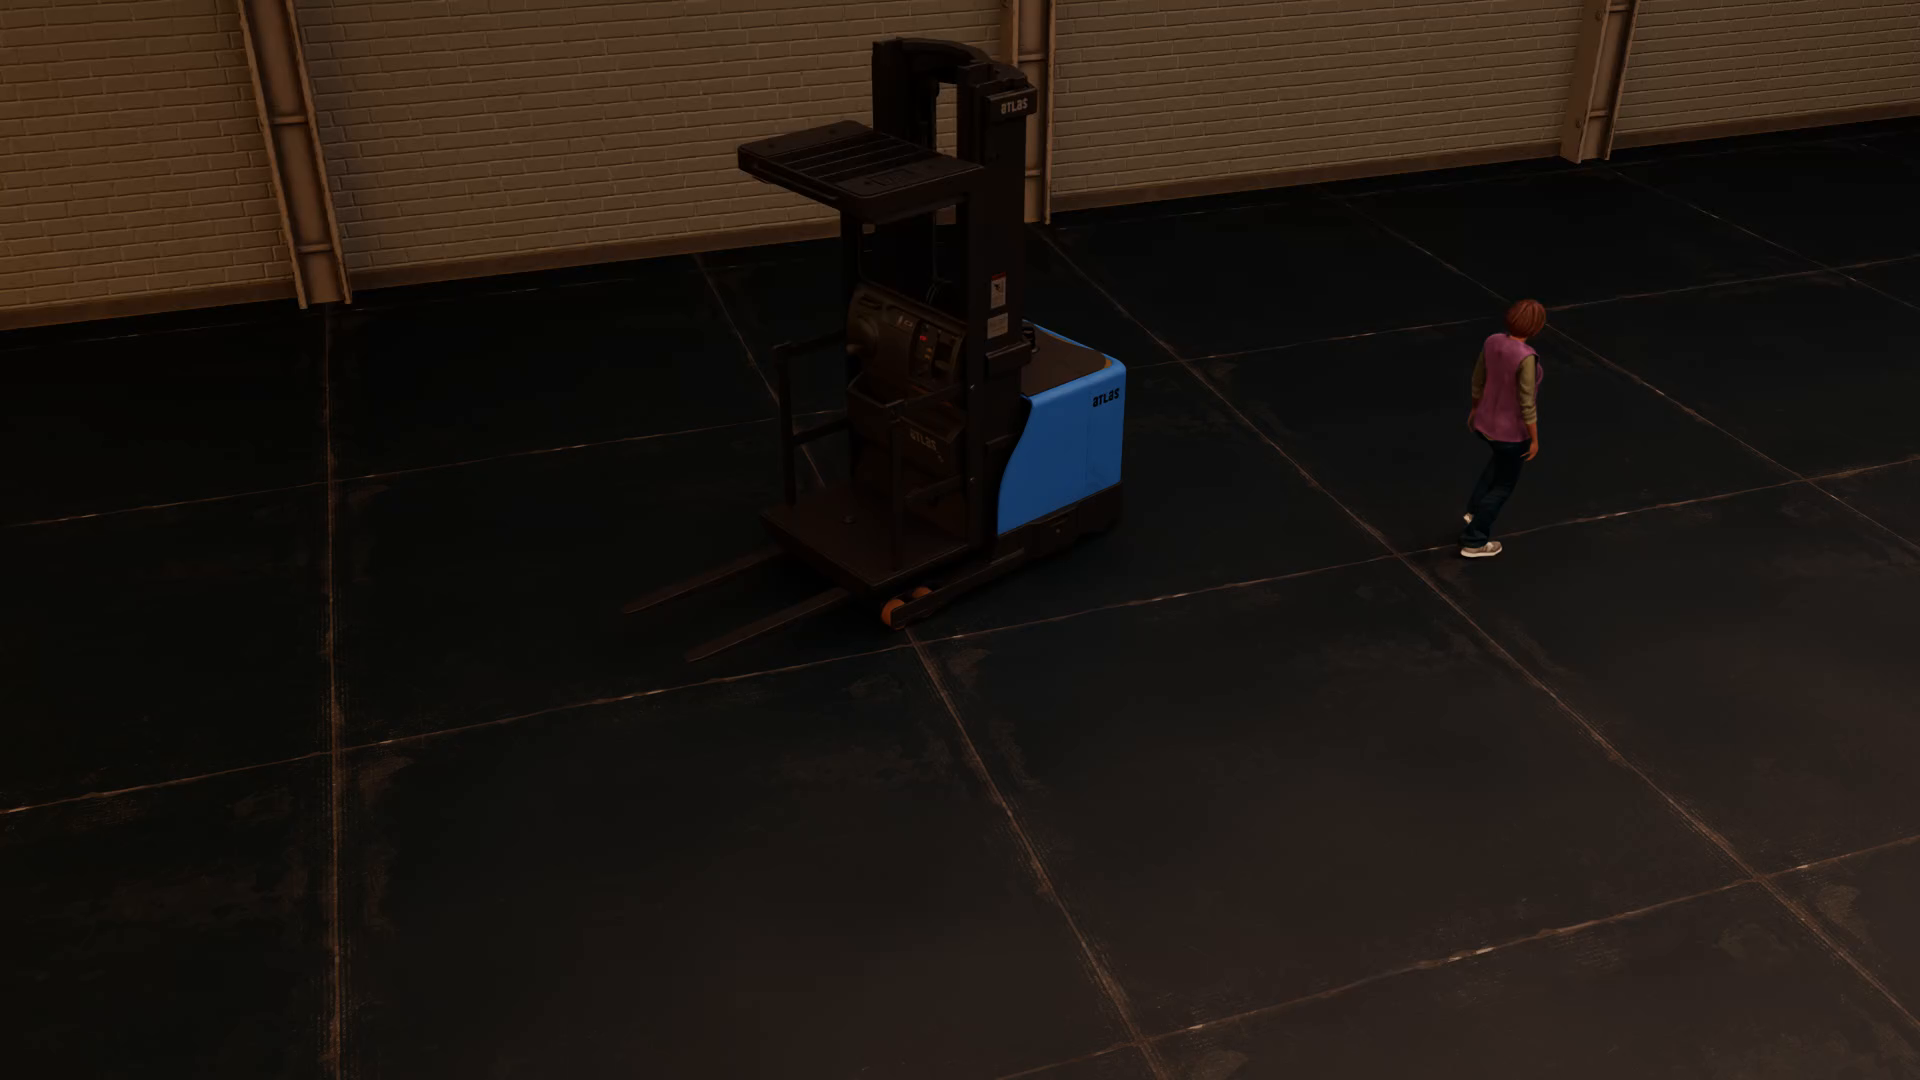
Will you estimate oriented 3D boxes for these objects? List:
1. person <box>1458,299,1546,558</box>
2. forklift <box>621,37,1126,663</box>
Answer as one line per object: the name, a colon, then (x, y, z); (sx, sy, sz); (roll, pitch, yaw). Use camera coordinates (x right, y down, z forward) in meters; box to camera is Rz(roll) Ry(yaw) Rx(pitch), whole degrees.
person: (3.142, -0.631, 9.572); (0.454, 1.606, 0.512); (-12, 32, -19)
forklift: (-0.461, -1.072, 8.951); (3.031, 2.935, 1.130); (-23, 37, -34)
